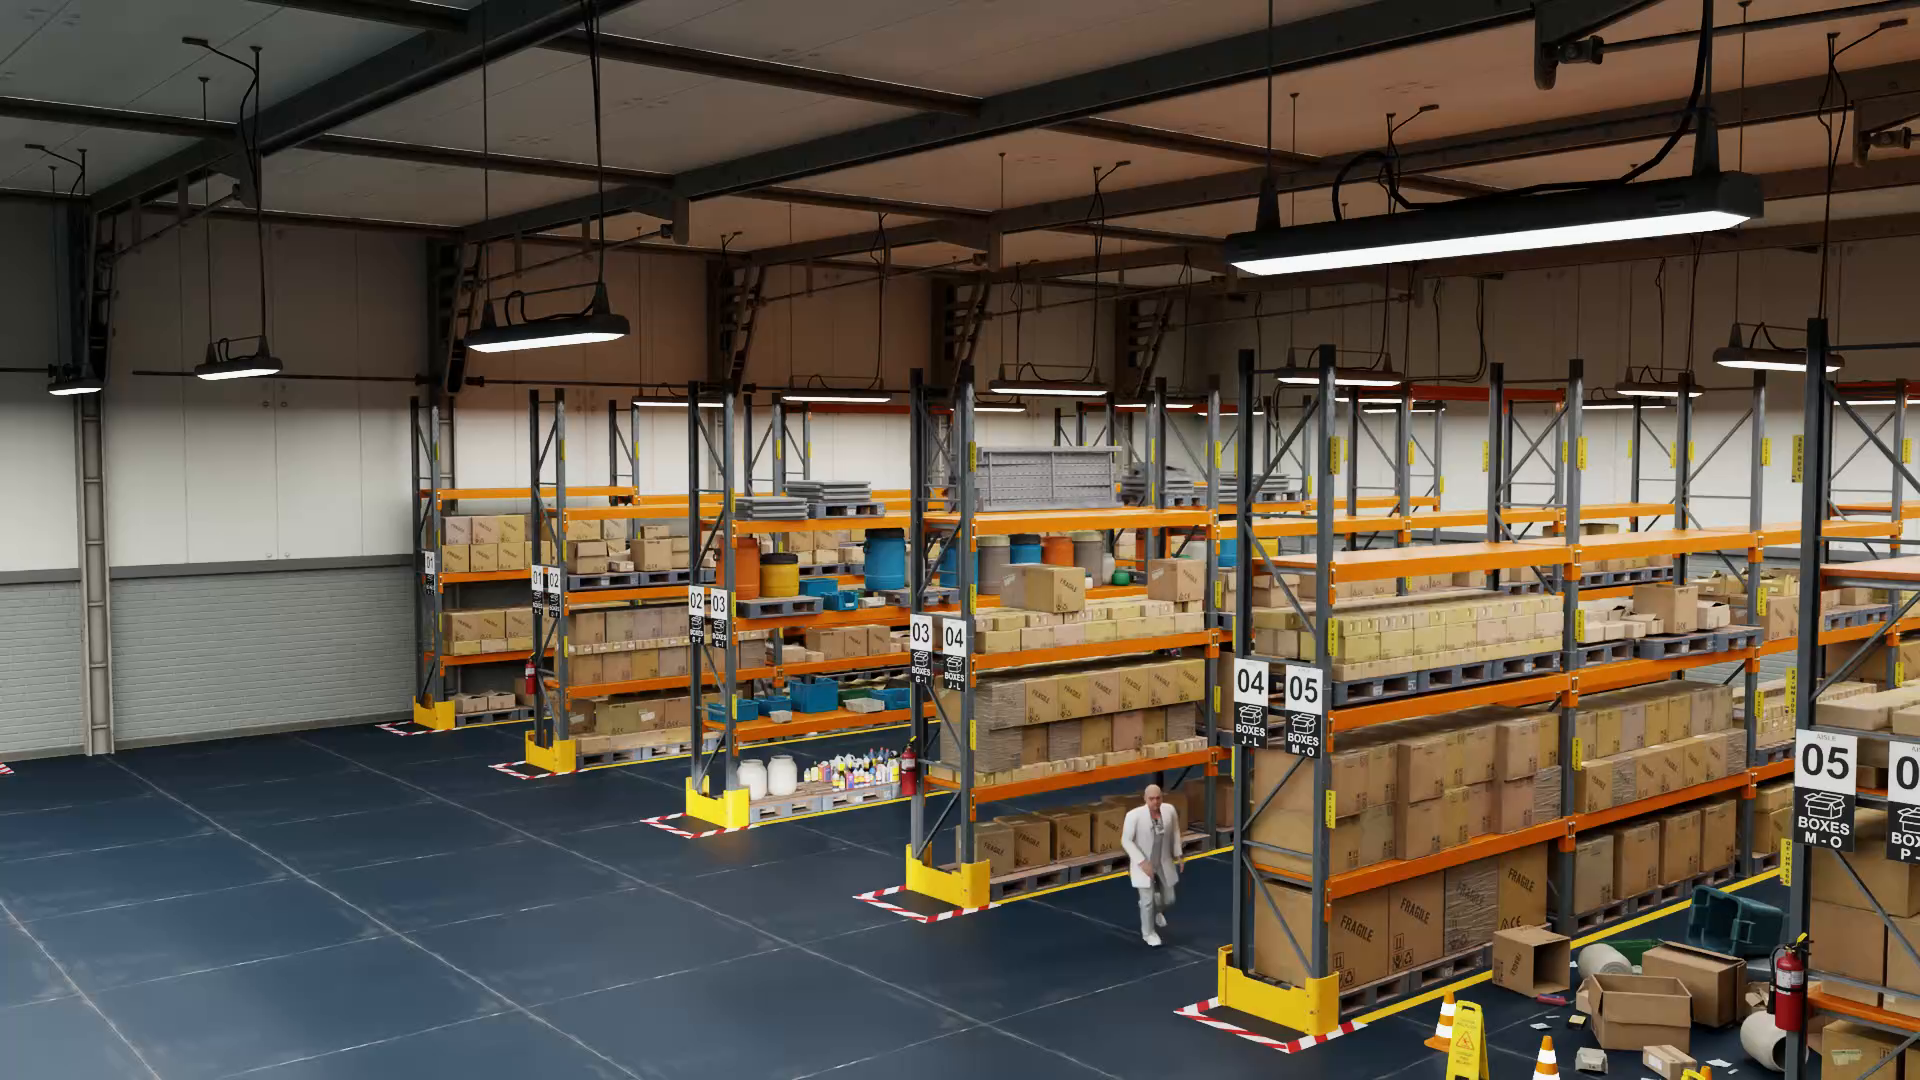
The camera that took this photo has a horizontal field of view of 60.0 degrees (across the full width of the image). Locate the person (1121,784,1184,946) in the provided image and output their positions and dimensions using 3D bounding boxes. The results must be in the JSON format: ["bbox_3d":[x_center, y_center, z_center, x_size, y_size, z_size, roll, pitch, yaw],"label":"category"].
[{"bbox_3d":[1.952,3.310,17.086,0.696,1.698,0.845,-1,3,-10],"label":"person"}]

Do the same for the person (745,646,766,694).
[{"bbox_3d":[-4.036,2.464,32.096,0.602,1.644,0.946,2,4,32],"label":"person"}]
